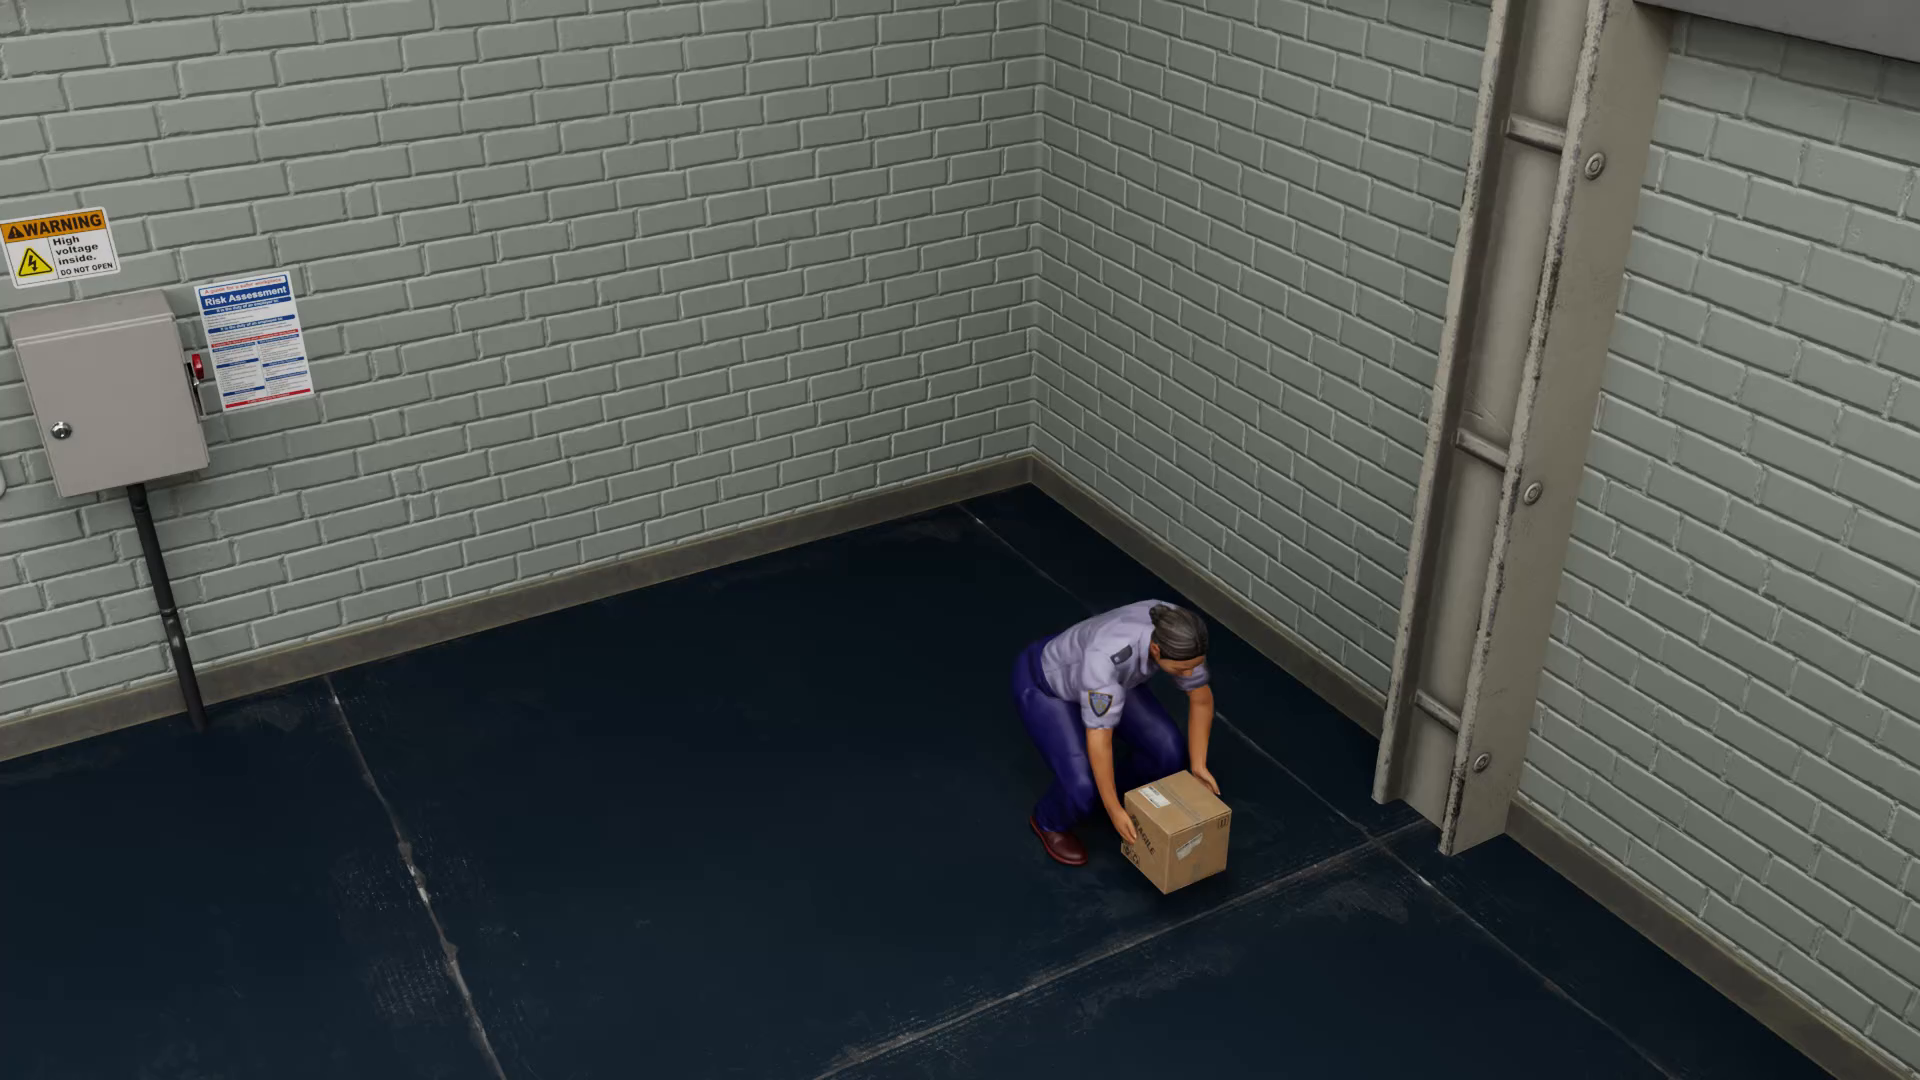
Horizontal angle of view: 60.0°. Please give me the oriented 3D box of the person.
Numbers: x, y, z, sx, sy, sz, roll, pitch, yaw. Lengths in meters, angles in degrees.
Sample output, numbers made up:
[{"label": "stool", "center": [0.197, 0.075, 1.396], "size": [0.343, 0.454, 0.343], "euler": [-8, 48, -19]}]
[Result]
[{"label": "person", "center": [0.527, 0.590, 5.655], "size": [0.533, 1.099, 0.769], "euler": [-16, 33, -26]}]
